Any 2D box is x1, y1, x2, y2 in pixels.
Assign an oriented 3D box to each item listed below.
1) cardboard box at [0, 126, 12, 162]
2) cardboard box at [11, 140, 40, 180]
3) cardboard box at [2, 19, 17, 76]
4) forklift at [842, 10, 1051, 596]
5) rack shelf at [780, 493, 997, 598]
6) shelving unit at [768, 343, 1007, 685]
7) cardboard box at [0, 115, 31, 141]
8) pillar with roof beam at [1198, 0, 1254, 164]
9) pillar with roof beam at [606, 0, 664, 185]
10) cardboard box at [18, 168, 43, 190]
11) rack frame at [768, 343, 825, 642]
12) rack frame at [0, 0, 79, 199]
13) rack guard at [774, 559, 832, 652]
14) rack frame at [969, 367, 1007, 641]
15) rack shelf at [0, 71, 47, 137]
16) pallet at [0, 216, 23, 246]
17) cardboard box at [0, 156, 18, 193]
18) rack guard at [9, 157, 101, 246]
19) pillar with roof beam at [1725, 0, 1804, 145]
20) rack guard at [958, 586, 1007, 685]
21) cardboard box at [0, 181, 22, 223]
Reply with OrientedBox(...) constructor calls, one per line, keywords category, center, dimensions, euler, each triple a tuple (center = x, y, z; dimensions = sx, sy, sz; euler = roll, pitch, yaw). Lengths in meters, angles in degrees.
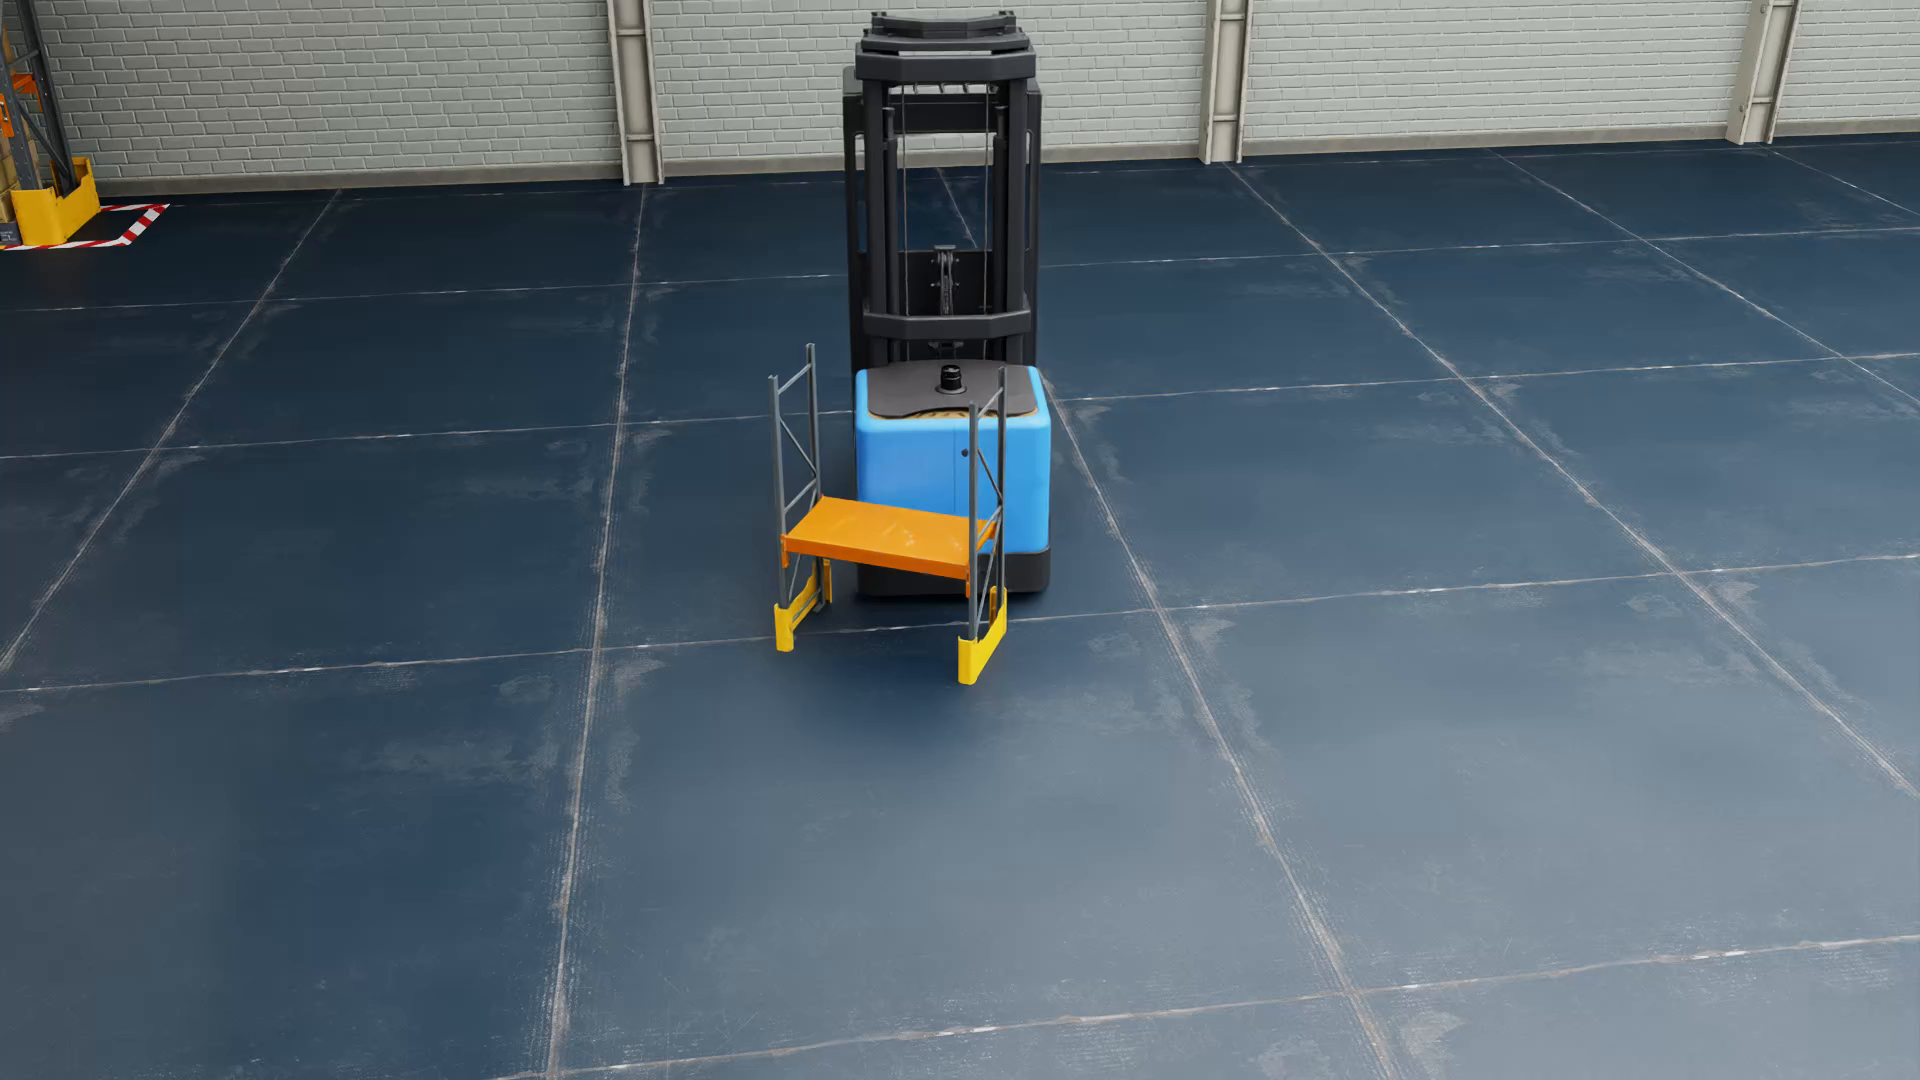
OrientedBox(category="cardboard box", center=(-8.737, -3.470, 14.683), dimensions=(0.500, 0.250, 0.500), euler=(-3, 27, -5))
OrientedBox(category="cardboard box", center=(-8.819, -3.481, 15.254), dimensions=(0.500, 0.250, 0.500), euler=(-3, 27, -6))
OrientedBox(category="cardboard box", center=(-8.854, -4.370, 14.872), dimensions=(0.500, 0.500, 0.500), euler=(-3, 27, -5))
OrientedBox(category="forklift", center=(-0.112, -1.637, 9.730), dimensions=(1.130, 2.935, 3.031), euler=(-1, 27, -3))
OrientedBox(category="rack shelf", center=(-0.346, 0.018, 8.467), dimensions=(1.000, 0.185, 0.538), euler=(9, 28, 16))
OrientedBox(category="shelving unit", center=(-0.355, -0.144, 8.387), dimensions=(1.083, 1.500, 0.587), euler=(9, 28, 16))
OrientedBox(category="cardboard box", center=(-8.827, -3.695, 15.122), dimensions=(0.500, 0.250, 0.500), euler=(-4, 27, -8))
OrientedBox(category="pillar with roof beam", center=(3.343, -6.081, 11.744), dimensions=(0.400, 9.000, 9.100), euler=(-4, 27, -7))
OrientedBox(category="pillar with roof beam", center=(-2.599, -5.699, 11.000), dimensions=(0.400, 9.000, 9.100), euler=(-4, 27, -7))
OrientedBox(category="cardboard box", center=(-8.838, -3.252, 15.354), dimensions=(0.500, 0.250, 0.500), euler=(-4, 27, -7))
OrientedBox(category="rack frame", center=(-0.828, -0.216, 8.528), dimensions=(0.032, 1.500, 0.500), euler=(9, 28, 16))
OrientedBox(category="rack frame", center=(-8.325, -4.232, 14.711), dimensions=(0.127, 3.000, 1.000), euler=(-4, 27, -7))
OrientedBox(category="rack guard", center=(-0.827, 0.340, 8.813), dimensions=(0.087, 0.250, 0.587), euler=(9, 28, 16))
OrientedBox(category="rack frame", center=(0.136, -0.069, 8.241), dimensions=(0.032, 1.500, 0.500), euler=(9, 28, 16))
OrientedBox(category="rack shelf", center=(-10.305, -3.784, 14.628), dimensions=(4.000, 0.370, 1.077), euler=(-4, 27, -7))
OrientedBox(category="pallet", center=(-9.076, -2.923, 15.216), dimensions=(1.213, 0.211, 1.003), euler=(-4, 27, -7))
OrientedBox(category="cardboard box", center=(-8.763, -3.245, 14.793), dimensions=(0.500, 0.250, 0.500), euler=(-4, 27, -8))
OrientedBox(category="rack guard", center=(-8.301, -3.121, 15.285), dimensions=(0.348, 0.500, 1.175), euler=(-4, 27, -7))
OrientedBox(category="pillar with roof beam", center=(9.284, -6.463, 12.488), dimensions=(0.400, 9.000, 9.100), euler=(-4, 27, -7))
OrientedBox(category="rack guard", center=(0.117, 0.485, 8.532), dimensions=(0.087, 0.250, 0.587), euler=(9, 28, 16))
OrientedBox(category="cardboard box", center=(-8.746, -3.022, 14.906), dimensions=(0.500, 0.250, 0.500), euler=(-3, 27, -7))
